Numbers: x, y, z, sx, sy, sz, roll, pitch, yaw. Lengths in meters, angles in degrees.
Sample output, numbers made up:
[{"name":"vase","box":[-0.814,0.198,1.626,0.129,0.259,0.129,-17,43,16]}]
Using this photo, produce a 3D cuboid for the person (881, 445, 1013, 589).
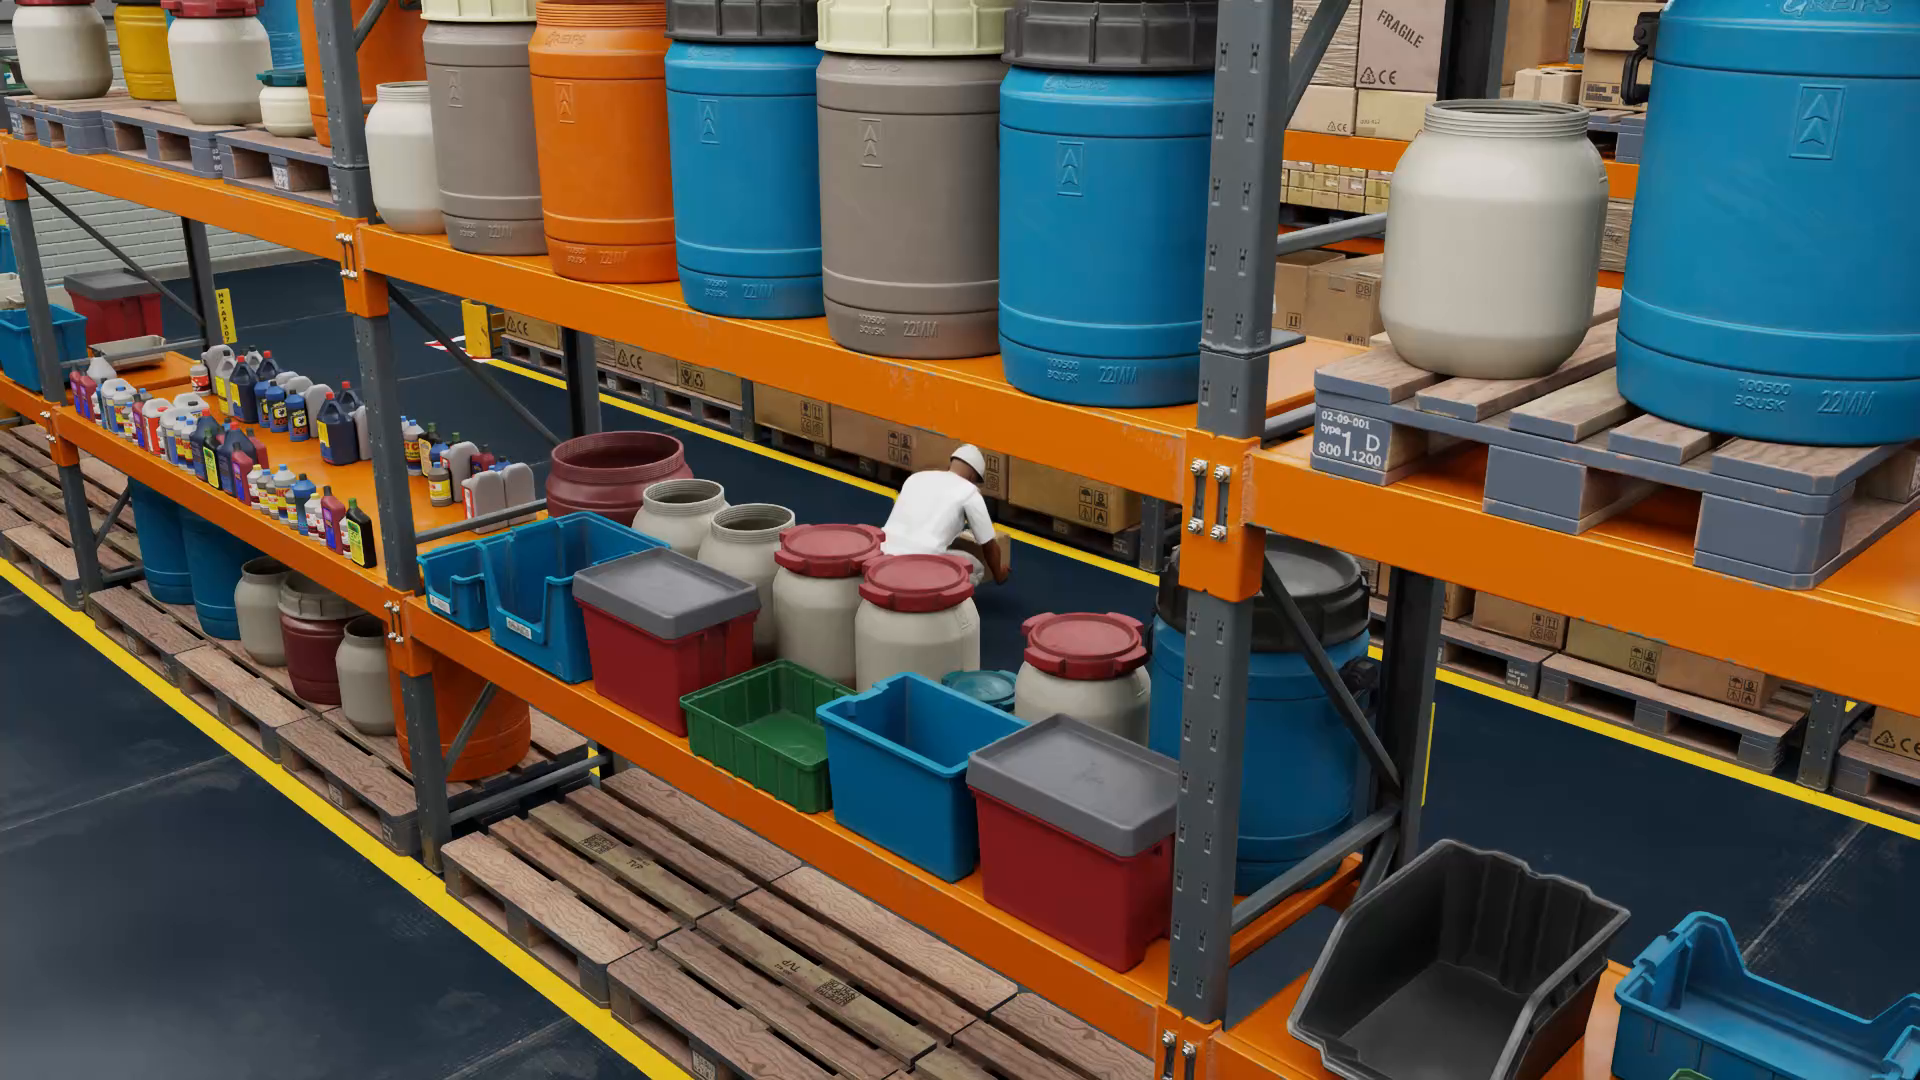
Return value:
[{"name":"person","box":[-0.133,-0.001,9.650,0.586,1.002,0.894,19,28,41]}]
